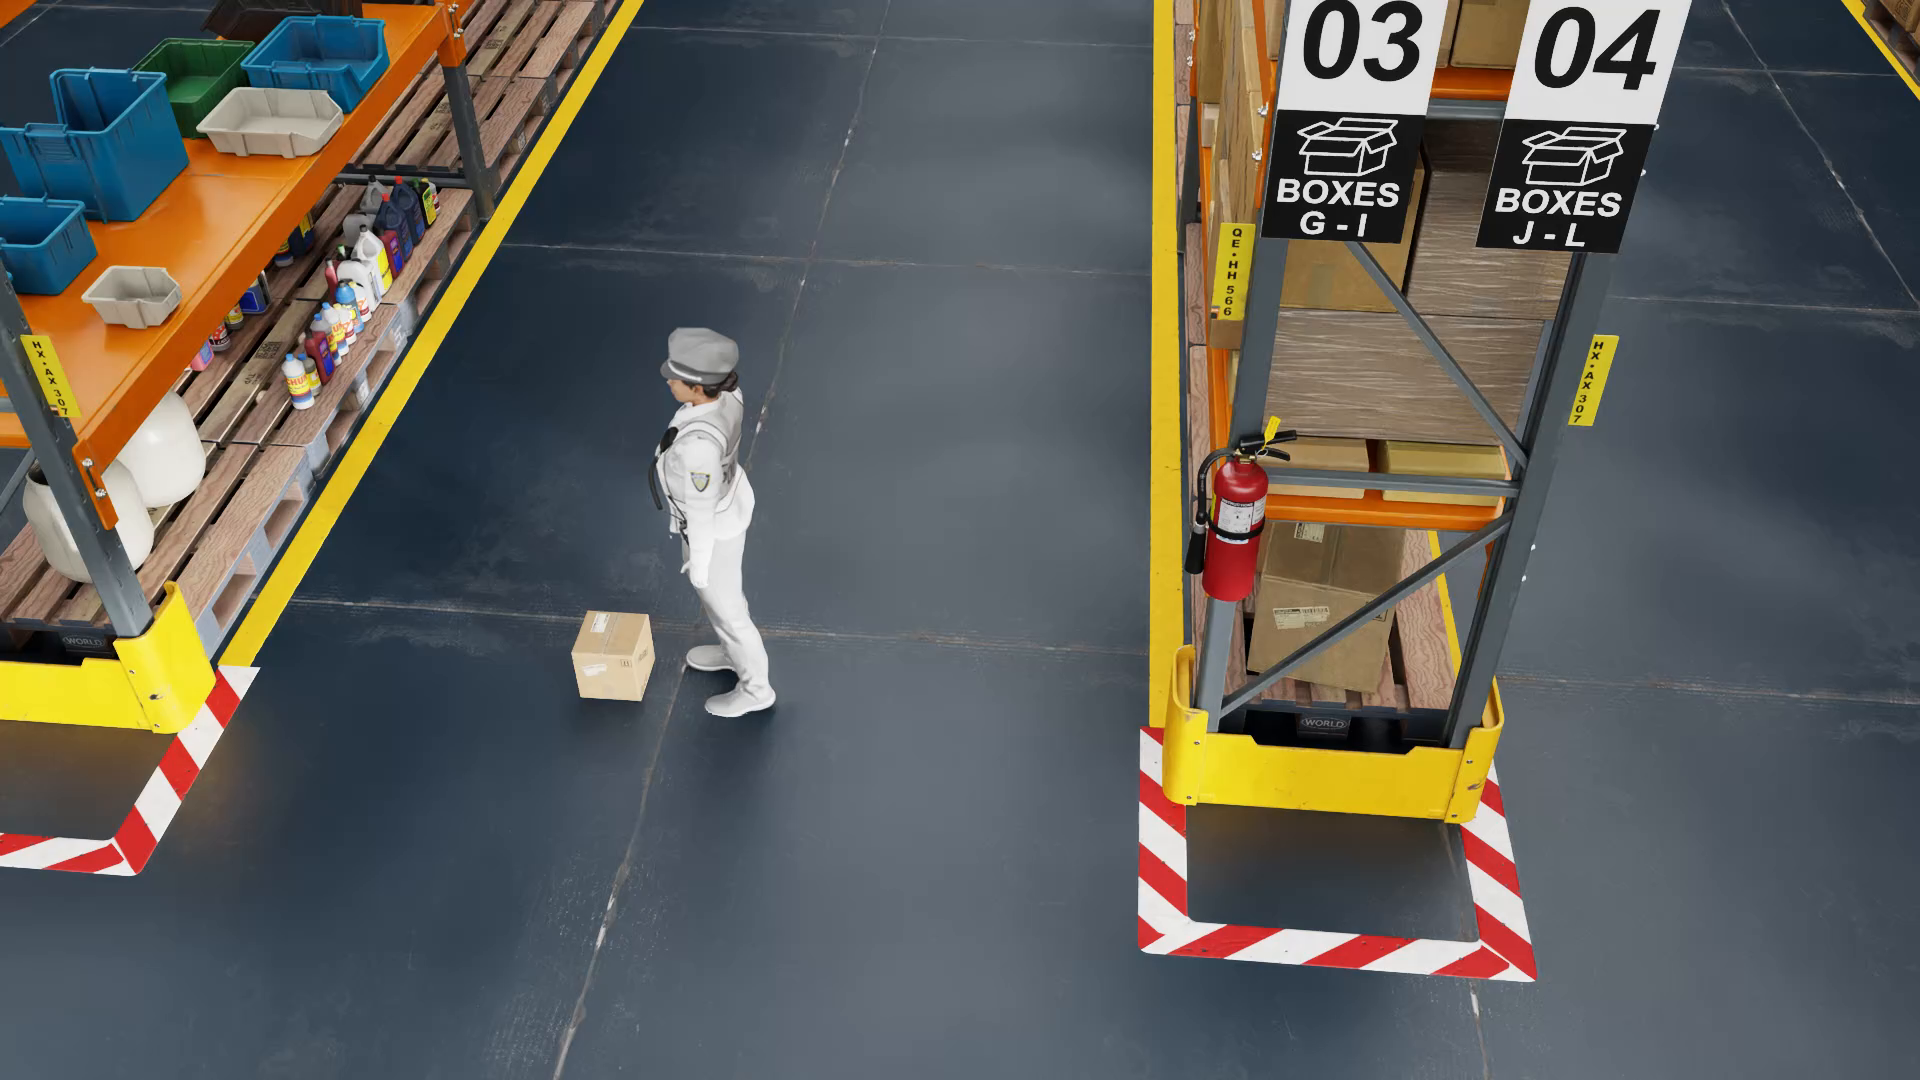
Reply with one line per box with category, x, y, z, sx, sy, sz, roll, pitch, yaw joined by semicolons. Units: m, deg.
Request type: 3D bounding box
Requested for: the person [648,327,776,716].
person;-0.931;-0.042;6.205;0.409;1.700;0.467;4;40;5
